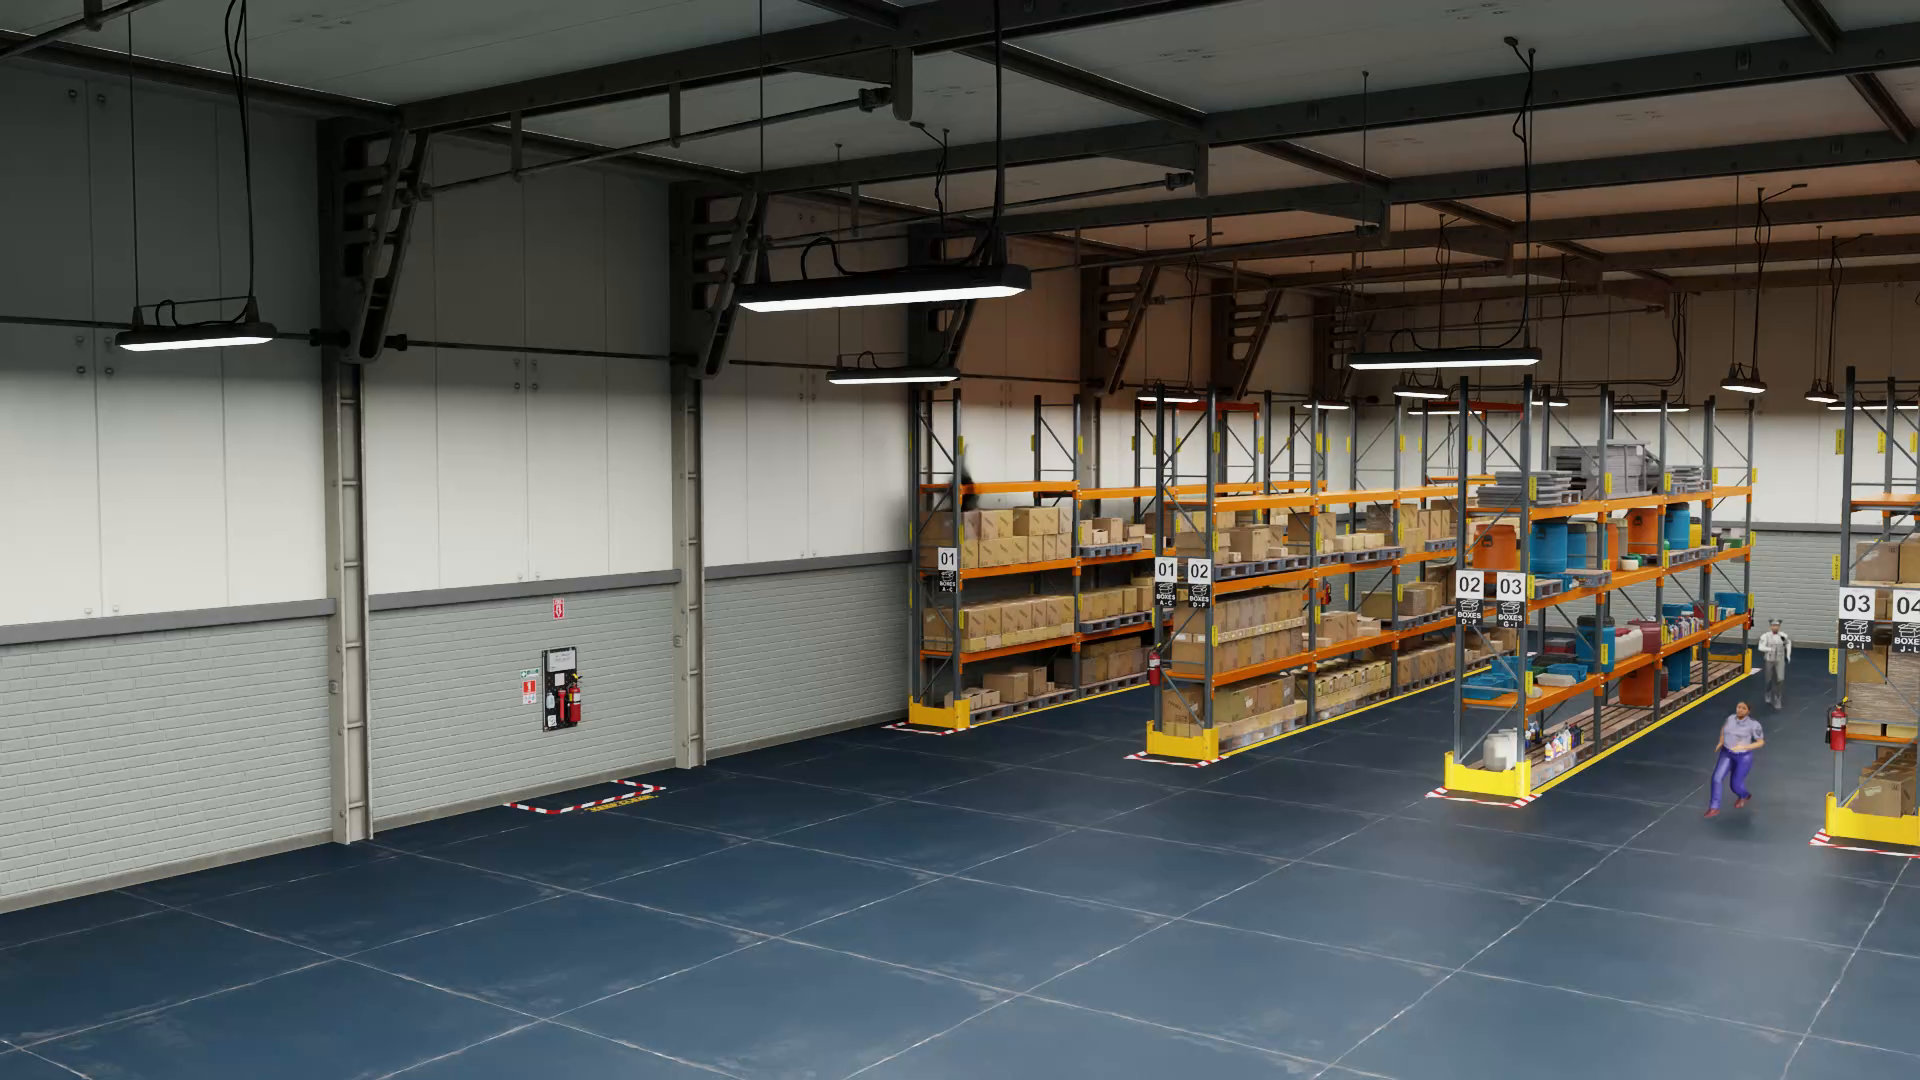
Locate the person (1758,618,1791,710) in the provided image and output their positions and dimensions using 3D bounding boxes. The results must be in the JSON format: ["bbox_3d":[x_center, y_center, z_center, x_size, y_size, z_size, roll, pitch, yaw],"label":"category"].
[{"bbox_3d":[15.537,2.350,31.715,0.595,1.745,0.829,1,3,19],"label":"person"}]

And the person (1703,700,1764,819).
[{"bbox_3d":[10.465,2.943,22.324,0.818,1.604,0.630,-3,4,-38],"label":"person"}]
